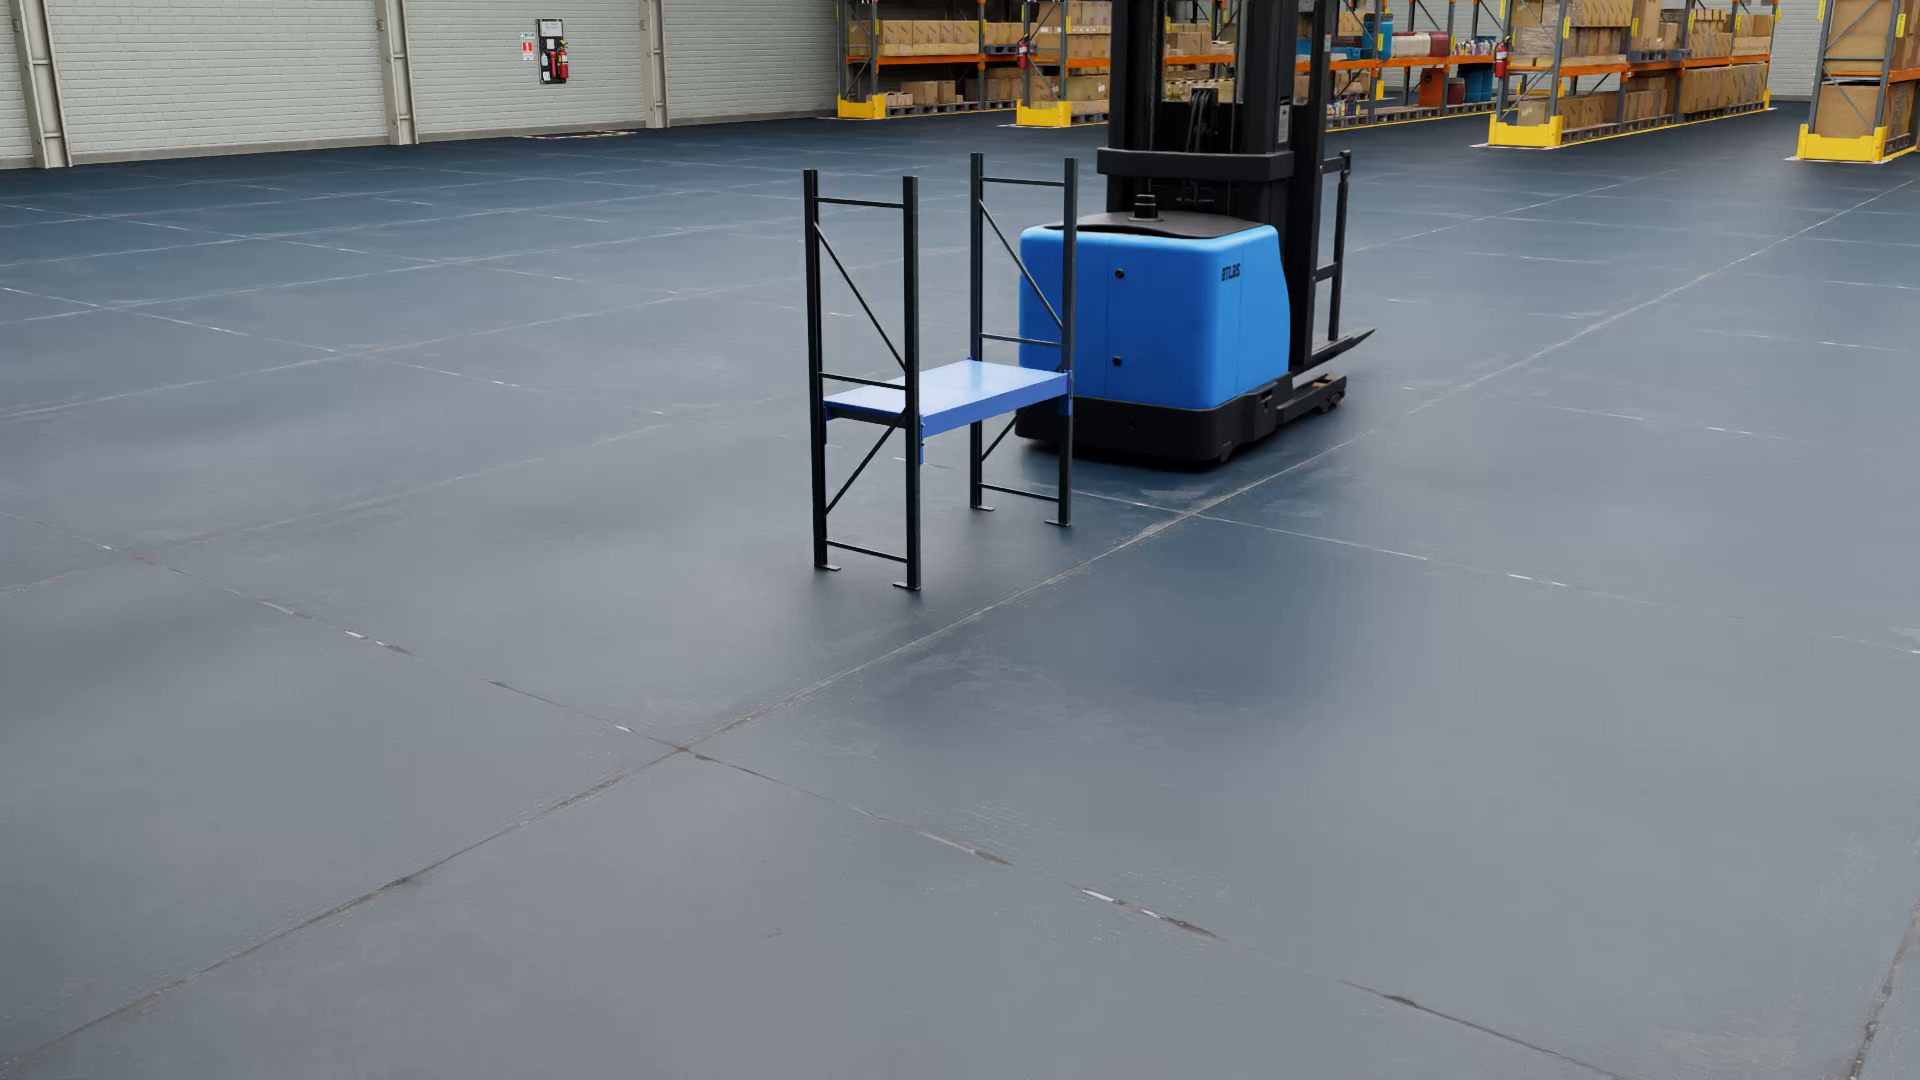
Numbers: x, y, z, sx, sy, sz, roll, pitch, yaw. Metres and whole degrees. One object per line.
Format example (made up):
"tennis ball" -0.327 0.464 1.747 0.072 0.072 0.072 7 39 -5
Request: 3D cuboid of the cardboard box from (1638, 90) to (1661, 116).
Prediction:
"cardboard box" 13.748 -8.858 33.684 0.700 0.500 0.500 10 20 30

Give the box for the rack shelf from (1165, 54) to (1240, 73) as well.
"rack shelf" 5.306 -11.071 38.549 1.077 0.370 4.000 12 21 35

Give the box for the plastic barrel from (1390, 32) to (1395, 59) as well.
"plastic barrel" 8.836 -10.316 34.676 0.433 0.535 0.433 0 17 0

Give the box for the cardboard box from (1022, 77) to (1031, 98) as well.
"cardboard box" 1.456 -11.375 41.790 0.700 0.500 0.500 12 21 34

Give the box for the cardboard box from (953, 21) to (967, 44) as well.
"cardboard box" -0.192 -11.821 38.708 0.500 0.500 0.500 12 21 34

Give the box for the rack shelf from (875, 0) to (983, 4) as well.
"rack shelf" -1.058 -12.425 37.852 1.077 0.370 4.000 12 21 35

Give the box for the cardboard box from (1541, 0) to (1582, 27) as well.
"cardboard box" 10.231 -8.984 28.260 0.500 0.500 0.500 12 21 35

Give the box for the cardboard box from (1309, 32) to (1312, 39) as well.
"cardboard box" 9.403 -12.964 43.265 0.500 0.500 0.500 13 22 36

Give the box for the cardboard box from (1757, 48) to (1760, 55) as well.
"cardboard box" 18.663 -11.538 39.265 0.380 0.149 0.250 12 21 33

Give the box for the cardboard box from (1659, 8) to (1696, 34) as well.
"cardboard box" 14.900 -10.837 34.724 0.797 0.503 0.637 13 22 37

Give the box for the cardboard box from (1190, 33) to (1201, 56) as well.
"cardboard box" 5.197 -11.411 38.261 0.500 0.500 0.500 12 21 35

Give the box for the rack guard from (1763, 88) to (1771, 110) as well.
"rack guard" 19.232 -10.857 40.861 1.175 0.500 0.348 12 21 35

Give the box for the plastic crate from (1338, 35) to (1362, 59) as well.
"plastic crate" 8.133 -10.262 34.623 0.402 0.464 0.583 12 21 35

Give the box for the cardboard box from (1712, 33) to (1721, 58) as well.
"cardboard box" 16.169 -10.738 36.095 0.500 0.500 0.500 12 21 34

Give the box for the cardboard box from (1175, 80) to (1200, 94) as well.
"cardboard box" 5.170 -10.389 38.124 0.500 0.311 0.500 12 21 33

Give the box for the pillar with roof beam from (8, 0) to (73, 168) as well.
"pillar with roof beam" -9.795 -8.996 20.540 9.100 9.000 0.400 12 21 35

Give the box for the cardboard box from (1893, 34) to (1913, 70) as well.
"cardboard box" 14.537 -7.747 26.381 0.875 0.550 0.550 12 21 35

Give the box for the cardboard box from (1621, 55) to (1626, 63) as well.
"cardboard box" 12.176 -8.963 30.974 0.380 0.149 0.250 12 21 35

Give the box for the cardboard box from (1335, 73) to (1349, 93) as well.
"cardboard box" 9.996 -12.310 44.793 0.797 0.503 0.637 12 21 35

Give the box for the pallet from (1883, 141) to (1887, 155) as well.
"pallet" 14.021 -6.206 26.372 1.003 0.211 1.213 12 21 35

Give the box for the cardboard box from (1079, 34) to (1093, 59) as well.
"cardboard box" 2.328 -10.268 34.582 0.700 0.500 0.500 13 22 36

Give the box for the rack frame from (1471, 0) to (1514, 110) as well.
"rack frame" 12.857 -11.967 40.223 1.000 3.000 0.127 12 21 35

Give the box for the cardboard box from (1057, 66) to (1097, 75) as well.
"cardboard box" 3.061 -12.091 43.538 0.750 0.750 0.750 12 21 34

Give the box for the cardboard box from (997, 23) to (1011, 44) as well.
"cardboard box" 0.803 -12.317 40.440 0.700 0.500 0.500 15 23 40

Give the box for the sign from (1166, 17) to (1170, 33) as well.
"sign" 4.561 -11.292 36.454 0.100 0.325 0.005 12 21 35

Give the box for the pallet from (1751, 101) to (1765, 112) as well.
"pallet" 18.804 -10.509 40.228 1.003 0.211 1.213 12 21 35

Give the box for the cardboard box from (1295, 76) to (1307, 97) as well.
"cardboard box" 8.516 -11.575 42.434 0.500 0.500 0.500 13 21 35

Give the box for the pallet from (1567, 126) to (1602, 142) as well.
"pallet" 10.970 -7.397 30.207 1.003 0.211 1.213 12 21 35

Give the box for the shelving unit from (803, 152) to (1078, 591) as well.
"shelving unit" -0.051 -0.696 6.456 0.538 1.500 1.048 12 21 35

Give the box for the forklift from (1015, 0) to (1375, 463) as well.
"forklift" 1.463 -2.147 8.716 1.130 2.935 3.031 10 20 30

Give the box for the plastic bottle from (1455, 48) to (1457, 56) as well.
"plastic bottle" 11.140 -11.012 37.480 0.097 0.201 0.097 0 17 0

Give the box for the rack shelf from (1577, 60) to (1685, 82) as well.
"rack shelf" 13.260 -9.319 32.909 1.077 0.370 4.000 12 21 35

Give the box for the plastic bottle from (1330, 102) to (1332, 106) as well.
"plastic bottle" 7.445 -8.628 33.309 0.061 0.283 0.133 12 21 35

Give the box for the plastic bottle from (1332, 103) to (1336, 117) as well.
"plastic bottle" 7.422 -8.547 33.067 0.097 0.271 0.097 0 17 0

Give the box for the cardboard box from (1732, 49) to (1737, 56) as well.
"cardboard box" 17.278 -10.984 37.479 0.380 0.149 0.250 12 21 35

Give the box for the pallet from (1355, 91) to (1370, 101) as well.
"pallet" 10.745 -12.256 45.855 1.003 0.211 1.213 12 21 35

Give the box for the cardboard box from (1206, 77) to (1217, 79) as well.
"cardboard box" 5.950 -10.973 40.004 0.500 0.311 0.500 13 22 37

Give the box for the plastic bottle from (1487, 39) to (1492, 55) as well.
"plastic bottle" 12.462 -11.623 39.197 0.144 0.351 0.185 12 21 35

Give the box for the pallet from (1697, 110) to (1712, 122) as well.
"pallet" 15.709 -9.271 36.243 1.003 0.211 1.213 12 21 35

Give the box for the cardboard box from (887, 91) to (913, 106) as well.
"cardboard box" -1.425 -10.070 37.907 0.500 0.311 0.500 15 22 39

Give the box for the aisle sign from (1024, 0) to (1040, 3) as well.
"aisle sign" 1.456 -11.263 33.572 0.394 0.787 0.004 12 21 35

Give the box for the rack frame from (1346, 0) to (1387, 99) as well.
"rack frame" 11.264 -13.796 46.112 1.000 3.000 0.127 12 21 35

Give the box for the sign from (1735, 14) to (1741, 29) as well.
"sign" 17.276 -11.514 36.943 0.100 0.325 0.005 12 21 35

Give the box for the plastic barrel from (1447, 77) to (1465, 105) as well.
"plastic barrel" 11.424 -10.452 38.701 0.600 0.588 0.708 12 21 35

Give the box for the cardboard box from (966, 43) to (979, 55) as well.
"cardboard box" 0.095 -11.584 39.208 0.500 0.250 0.500 12 21 35

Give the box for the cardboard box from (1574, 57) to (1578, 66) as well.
"cardboard box" 10.503 -8.316 28.888 0.380 0.149 0.250 12 21 35

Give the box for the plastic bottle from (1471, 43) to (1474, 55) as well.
"plastic bottle" 11.770 -11.297 38.281 0.097 0.271 0.097 0 17 0

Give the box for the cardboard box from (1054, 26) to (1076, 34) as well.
"cardboard box" 2.138 -10.398 33.908 0.380 0.149 0.250 12 21 34

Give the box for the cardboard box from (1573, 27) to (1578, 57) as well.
"cardboard box" 10.236 -8.690 29.000 0.875 0.500 0.500 12 21 35

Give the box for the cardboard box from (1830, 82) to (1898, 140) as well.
"cardboard box" 14.481 -6.902 26.787 0.875 0.875 0.875 12 21 34

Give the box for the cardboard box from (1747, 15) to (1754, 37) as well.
"cardboard box" 17.931 -11.830 38.268 0.500 0.500 0.500 12 21 33

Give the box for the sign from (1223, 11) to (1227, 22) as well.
"sign" 7.711 -15.237 48.402 0.100 0.325 0.005 12 21 35
